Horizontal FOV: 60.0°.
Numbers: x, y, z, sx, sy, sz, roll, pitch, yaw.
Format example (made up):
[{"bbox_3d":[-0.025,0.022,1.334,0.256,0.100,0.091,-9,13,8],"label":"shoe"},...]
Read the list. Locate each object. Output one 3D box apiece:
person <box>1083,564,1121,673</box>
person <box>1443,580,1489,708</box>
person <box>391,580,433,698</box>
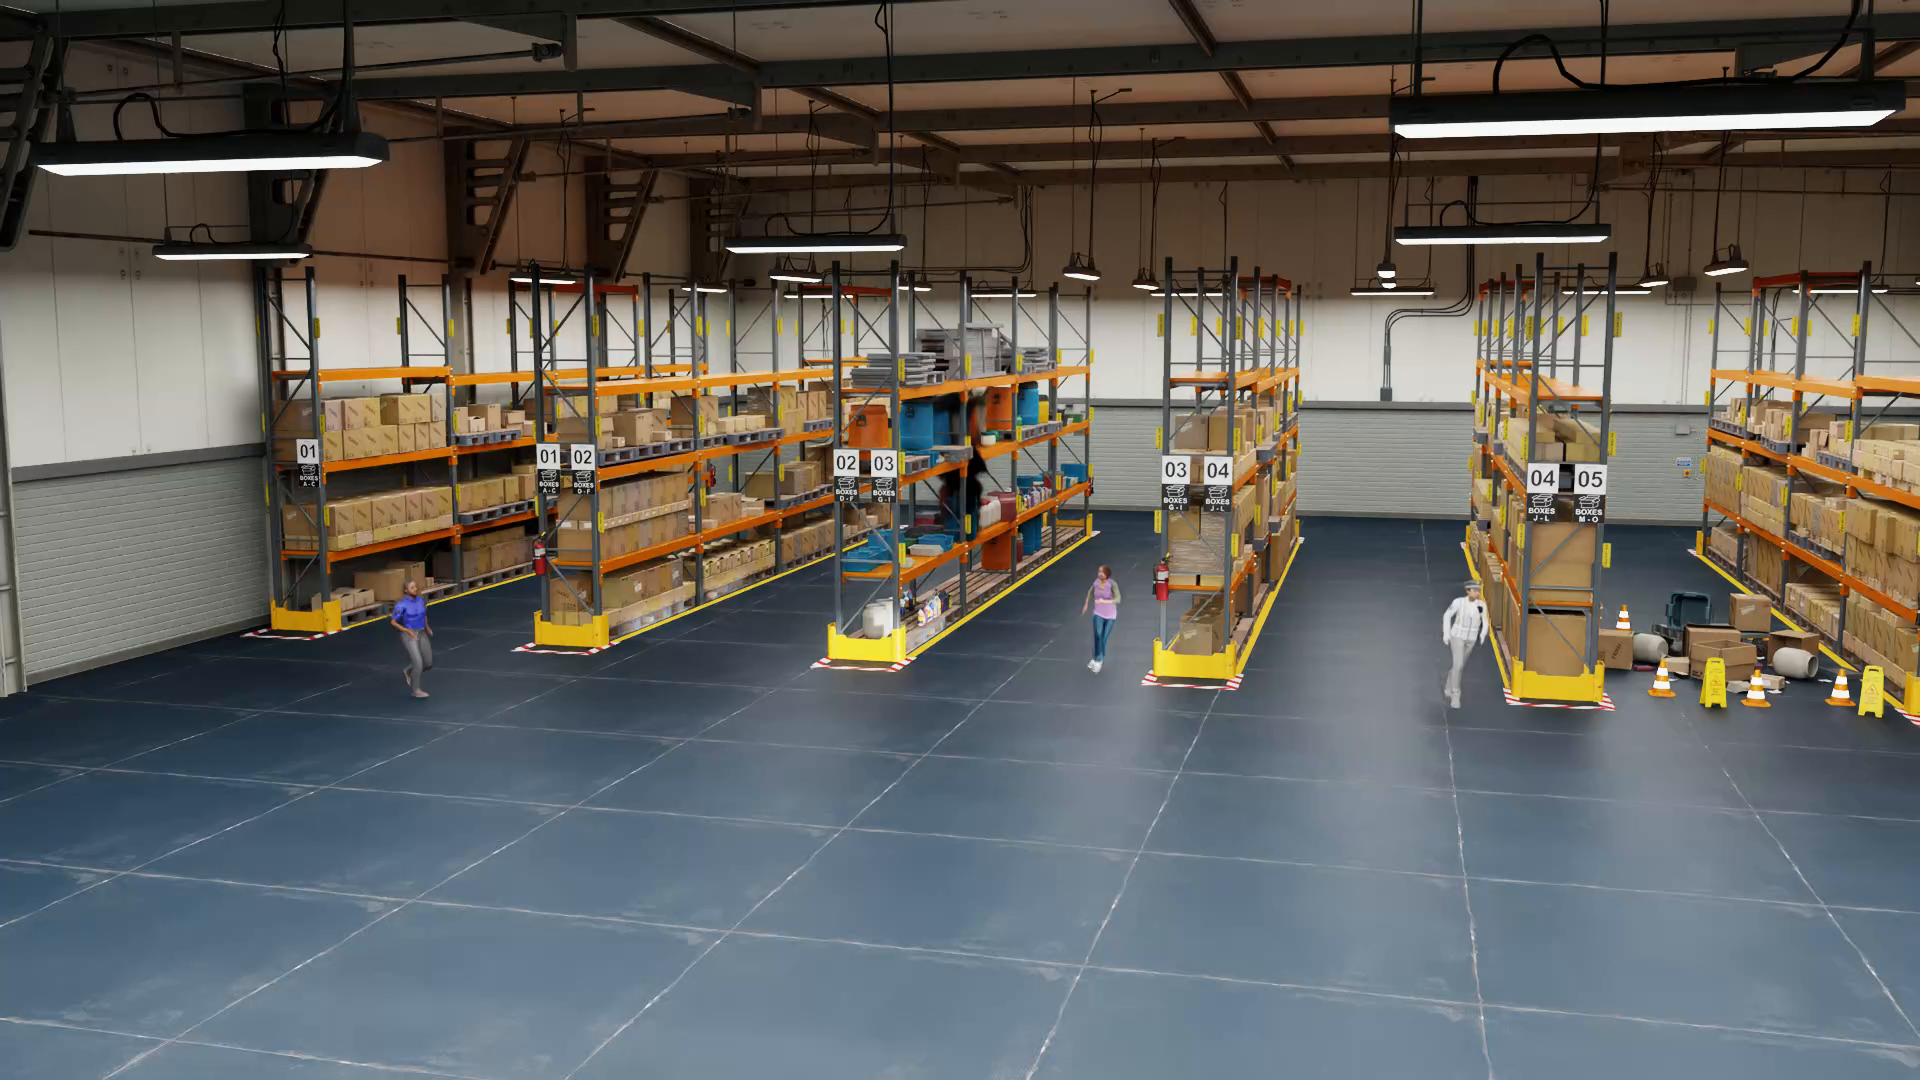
[{"bbox_3d":[2.070,1.134,24.319,0.578,1.577,0.605,1,7,10],"label":"person"},{"bbox_3d":[6.745,1.337,22.194,0.610,1.661,0.831,-1,7,-6],"label":"person"},{"bbox_3d":[-7.472,1.338,22.676,0.586,1.602,0.573,5,9,33],"label":"person"}]
